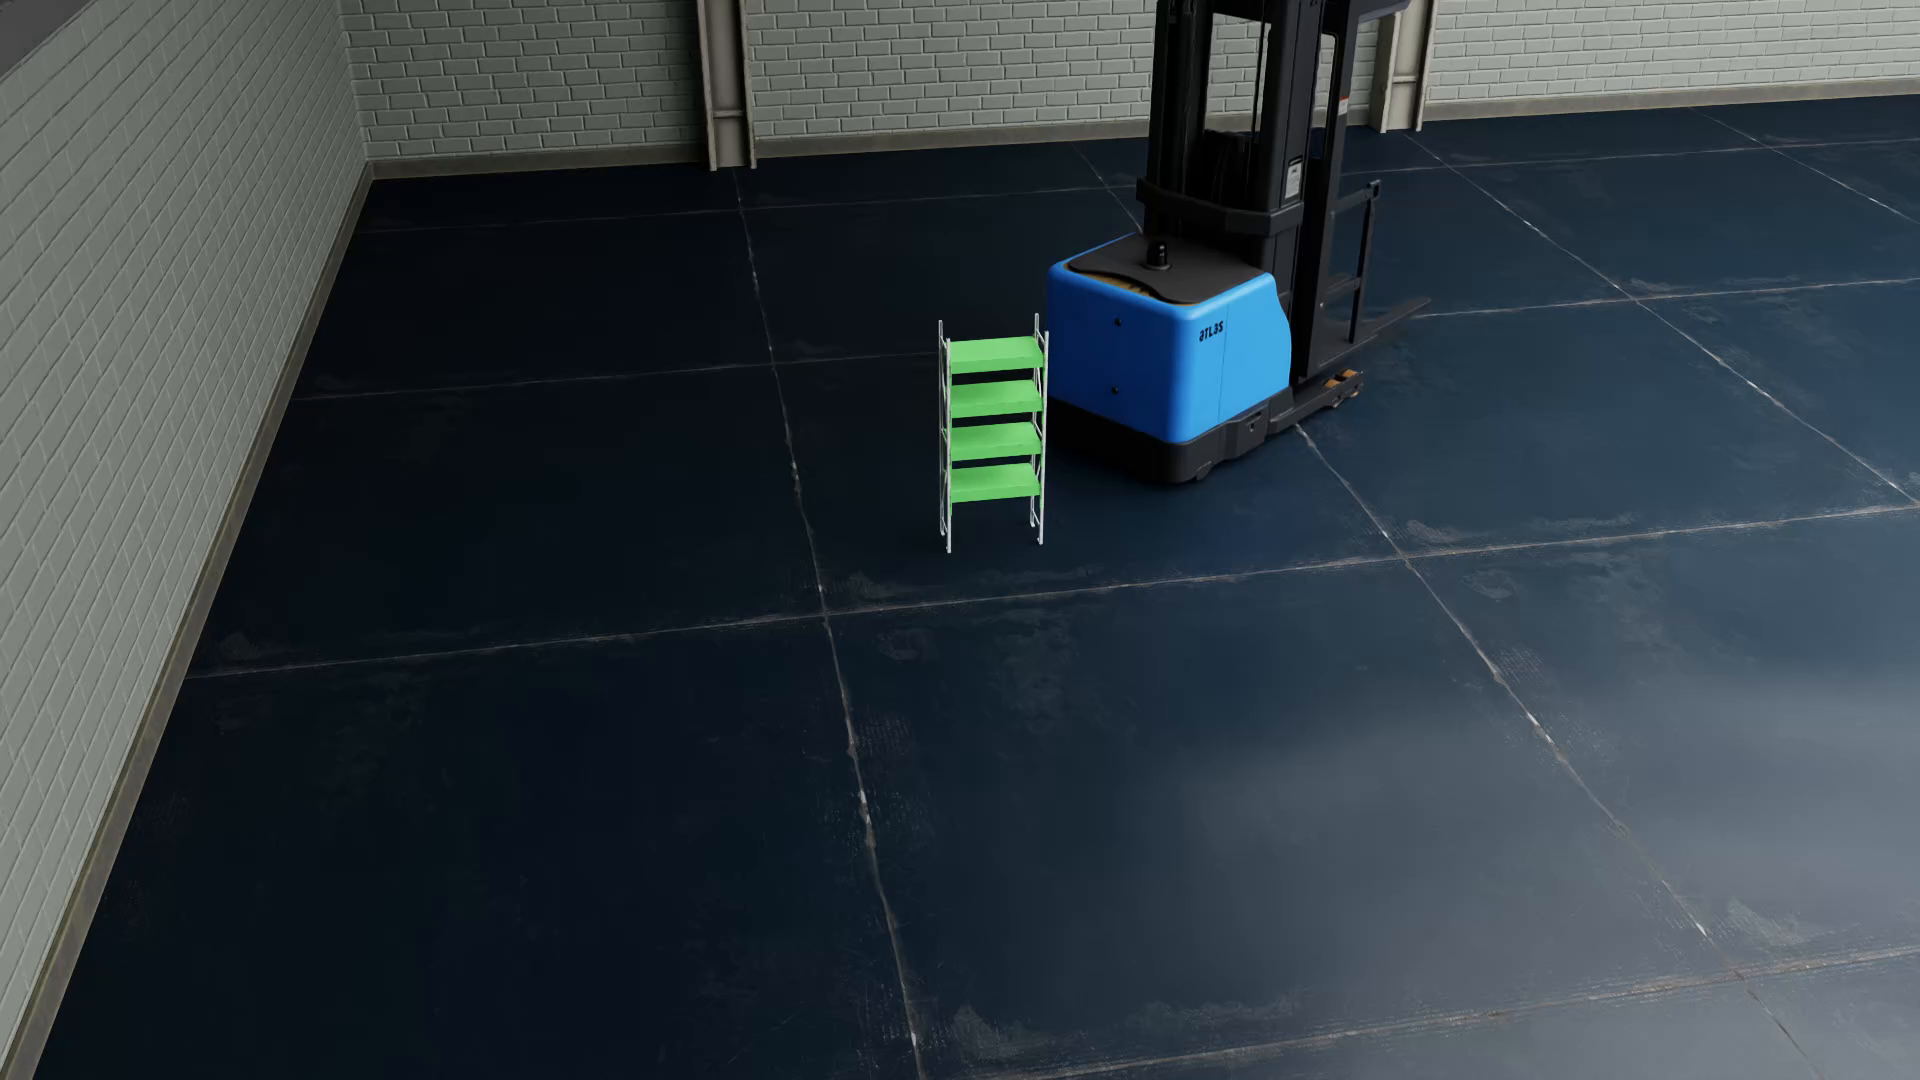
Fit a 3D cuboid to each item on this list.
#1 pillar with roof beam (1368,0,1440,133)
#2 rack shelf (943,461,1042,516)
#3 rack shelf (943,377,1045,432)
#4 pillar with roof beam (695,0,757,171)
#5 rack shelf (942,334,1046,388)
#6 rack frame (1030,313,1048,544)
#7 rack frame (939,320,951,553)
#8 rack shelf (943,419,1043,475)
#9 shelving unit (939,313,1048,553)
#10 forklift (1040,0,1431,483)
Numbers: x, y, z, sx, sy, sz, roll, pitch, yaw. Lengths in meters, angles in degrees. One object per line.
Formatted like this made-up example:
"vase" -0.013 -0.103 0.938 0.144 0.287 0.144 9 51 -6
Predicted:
"pillar with roof beam" 4.729 -5.495 9.218 0.400 9.000 9.100 -5 31 -9
"rack shelf" 0.163 -0.270 8.626 0.480 0.148 0.258 -5 31 -9
"rack shelf" 0.163 -0.684 8.382 0.480 0.148 0.258 -5 31 -9
"pillar with roof beam" -1.173 -4.948 8.286 0.400 9.000 9.100 -5 31 -9
"rack shelf" 0.163 -0.891 8.261 0.480 0.148 0.258 -5 31 -9
"rack frame" 0.403 -0.555 8.509 0.015 1.200 0.240 -5 31 -9
"rack frame" -0.077 -0.510 8.434 0.015 1.200 0.240 -5 31 -9
"rack shelf" 0.163 -0.477 8.504 0.480 0.148 0.258 -5 31 -9
"shelving unit" 0.163 -0.532 8.472 0.503 1.200 0.258 -5 31 -9
"forklift" 1.846 -2.231 9.653 1.130 2.935 3.031 26 39 36
